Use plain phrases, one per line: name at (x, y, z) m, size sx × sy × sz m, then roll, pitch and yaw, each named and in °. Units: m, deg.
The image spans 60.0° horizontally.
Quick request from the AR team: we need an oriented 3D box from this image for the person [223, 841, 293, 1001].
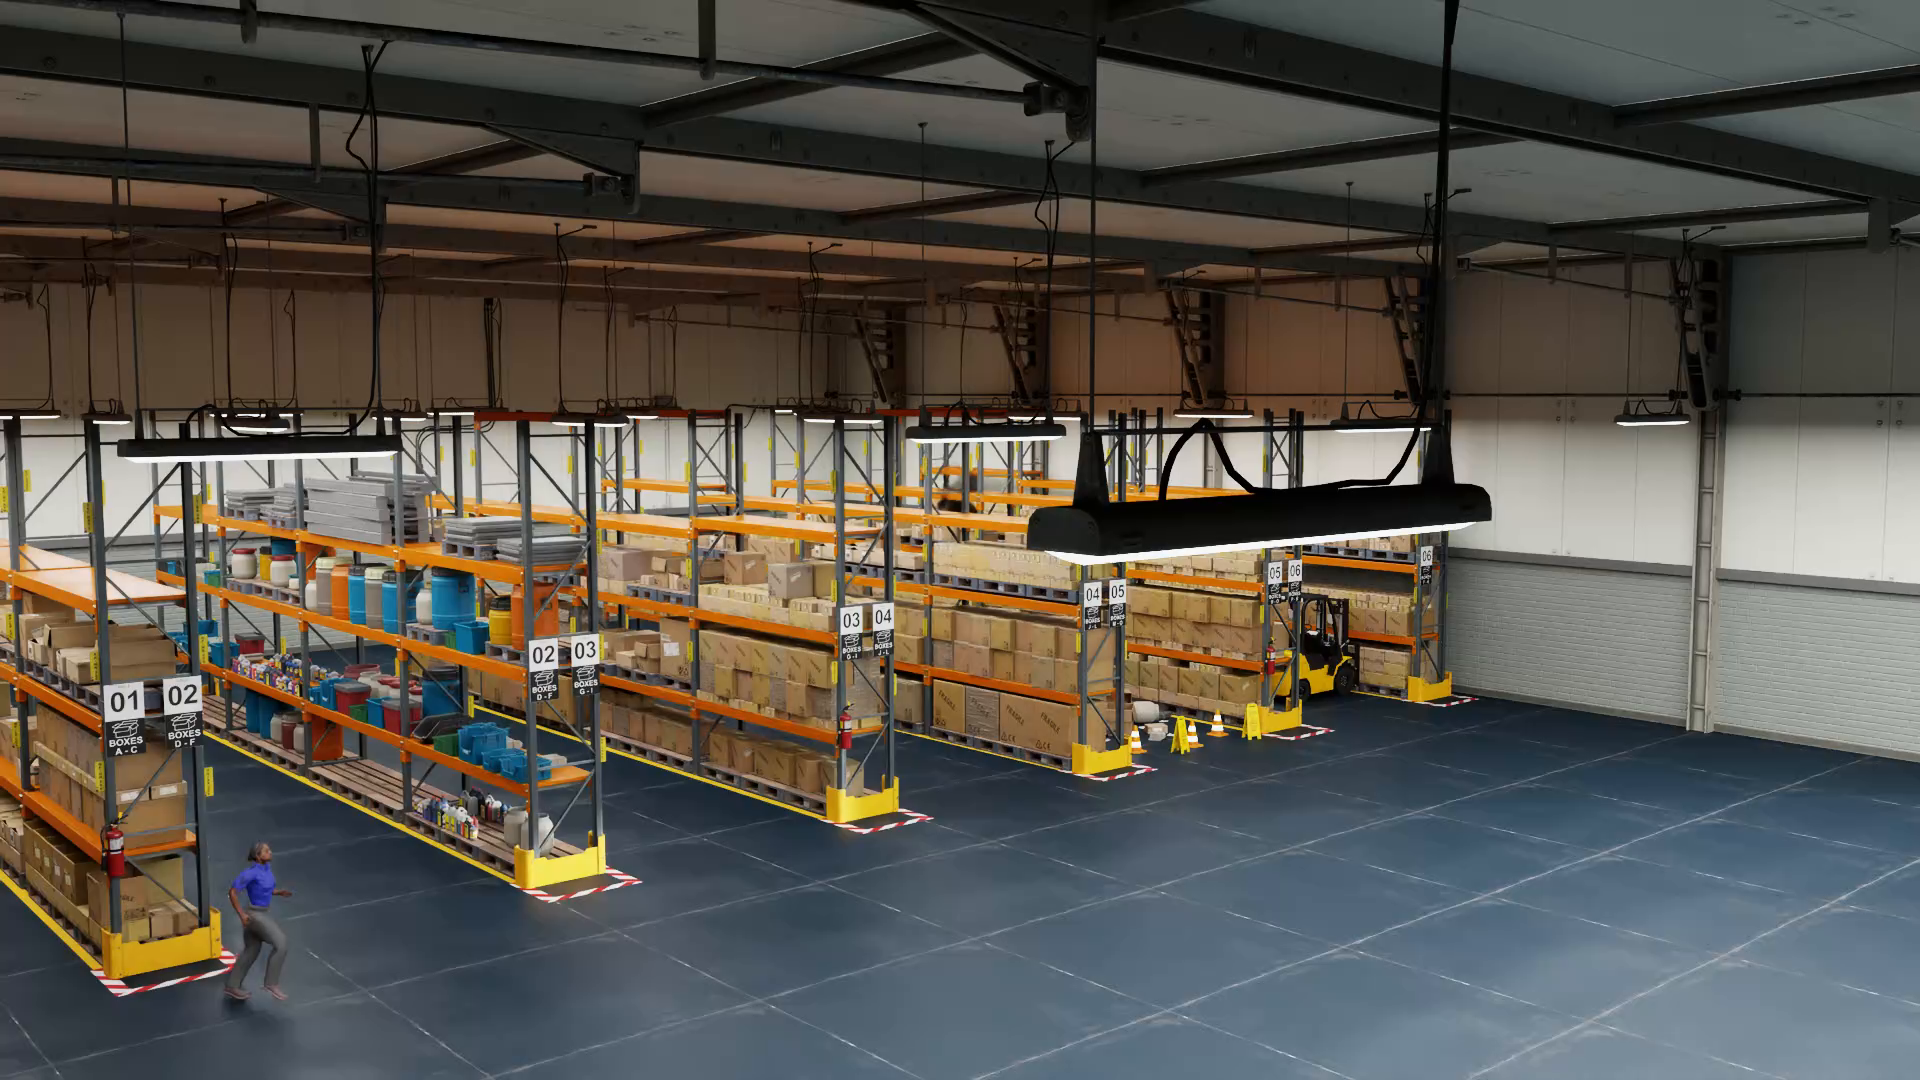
person at (-7.357, 3.976, 17.416) m, size 0.707 × 1.661 × 0.565 m, roll -1°, pitch 5°, yaw -14°
